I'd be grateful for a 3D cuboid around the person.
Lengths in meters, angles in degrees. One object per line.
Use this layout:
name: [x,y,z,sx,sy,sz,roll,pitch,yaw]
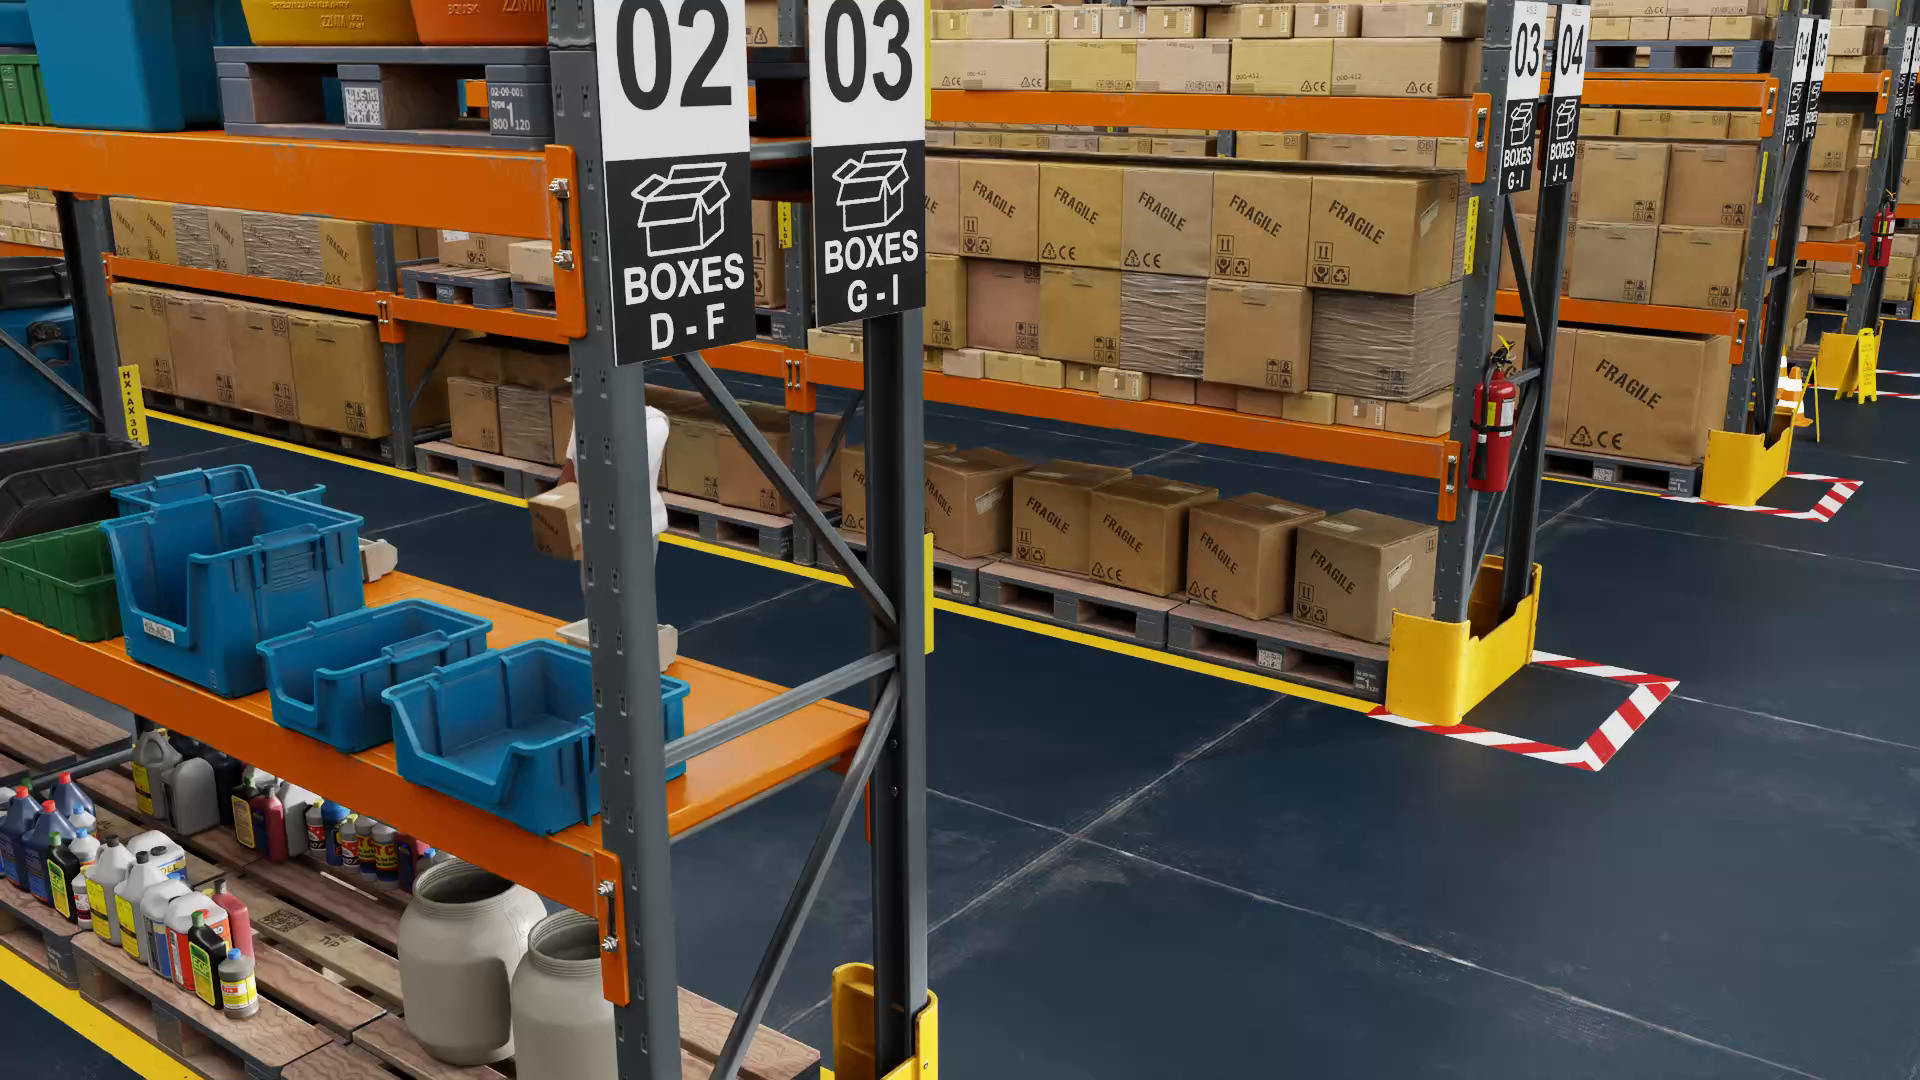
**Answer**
person: [-1.603,-0.006,7.519,0.505,1.763,0.569,12,20,34]
